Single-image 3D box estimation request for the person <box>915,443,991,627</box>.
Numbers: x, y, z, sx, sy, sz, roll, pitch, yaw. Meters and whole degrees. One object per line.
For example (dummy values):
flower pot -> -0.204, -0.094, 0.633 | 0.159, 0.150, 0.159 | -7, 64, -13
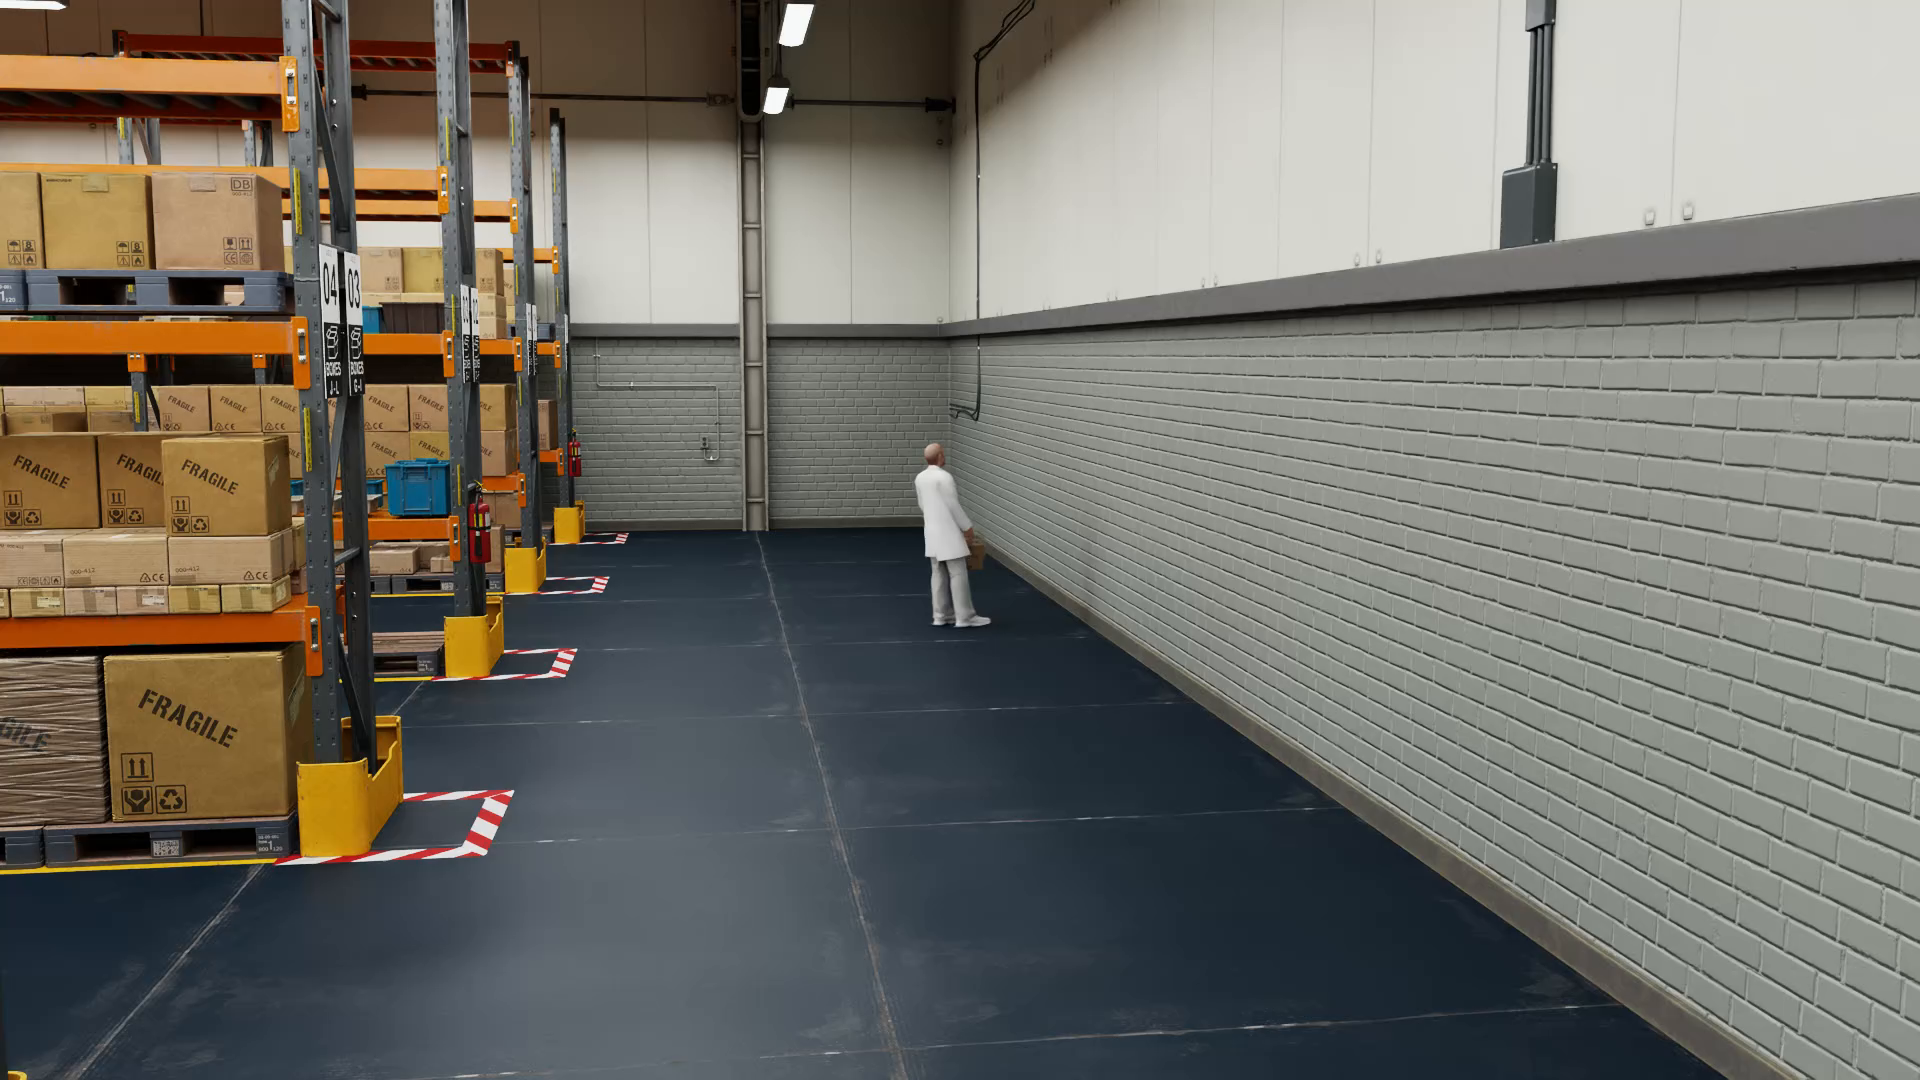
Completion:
person -> -0.090, -0.057, 16.225 | 0.576, 1.776, 0.612 | -5, 8, -37
